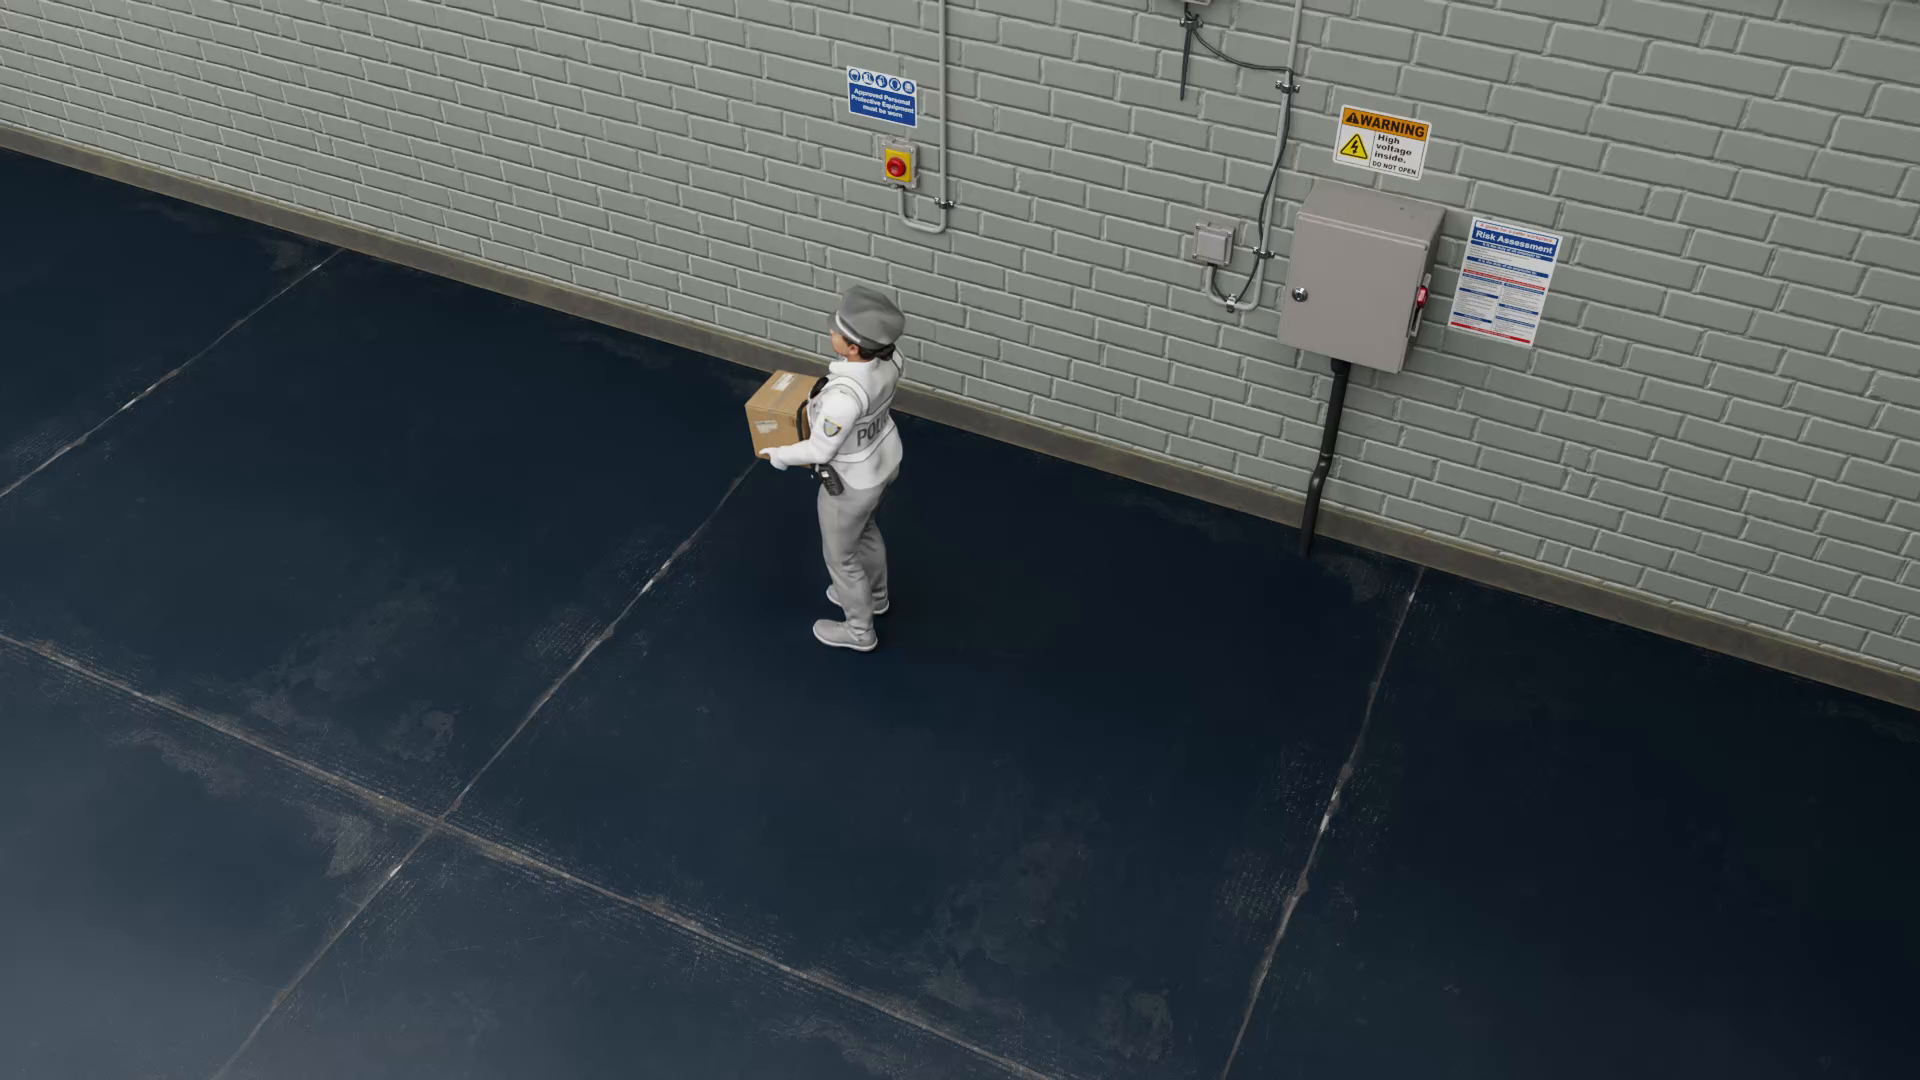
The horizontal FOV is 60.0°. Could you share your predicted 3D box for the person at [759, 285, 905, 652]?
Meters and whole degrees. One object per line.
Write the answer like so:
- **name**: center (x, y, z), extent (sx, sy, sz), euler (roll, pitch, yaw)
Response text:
- **person**: center (-0.462, -0.283, 6.453), extent (0.564, 1.686, 0.460), euler (18, 45, 18)
